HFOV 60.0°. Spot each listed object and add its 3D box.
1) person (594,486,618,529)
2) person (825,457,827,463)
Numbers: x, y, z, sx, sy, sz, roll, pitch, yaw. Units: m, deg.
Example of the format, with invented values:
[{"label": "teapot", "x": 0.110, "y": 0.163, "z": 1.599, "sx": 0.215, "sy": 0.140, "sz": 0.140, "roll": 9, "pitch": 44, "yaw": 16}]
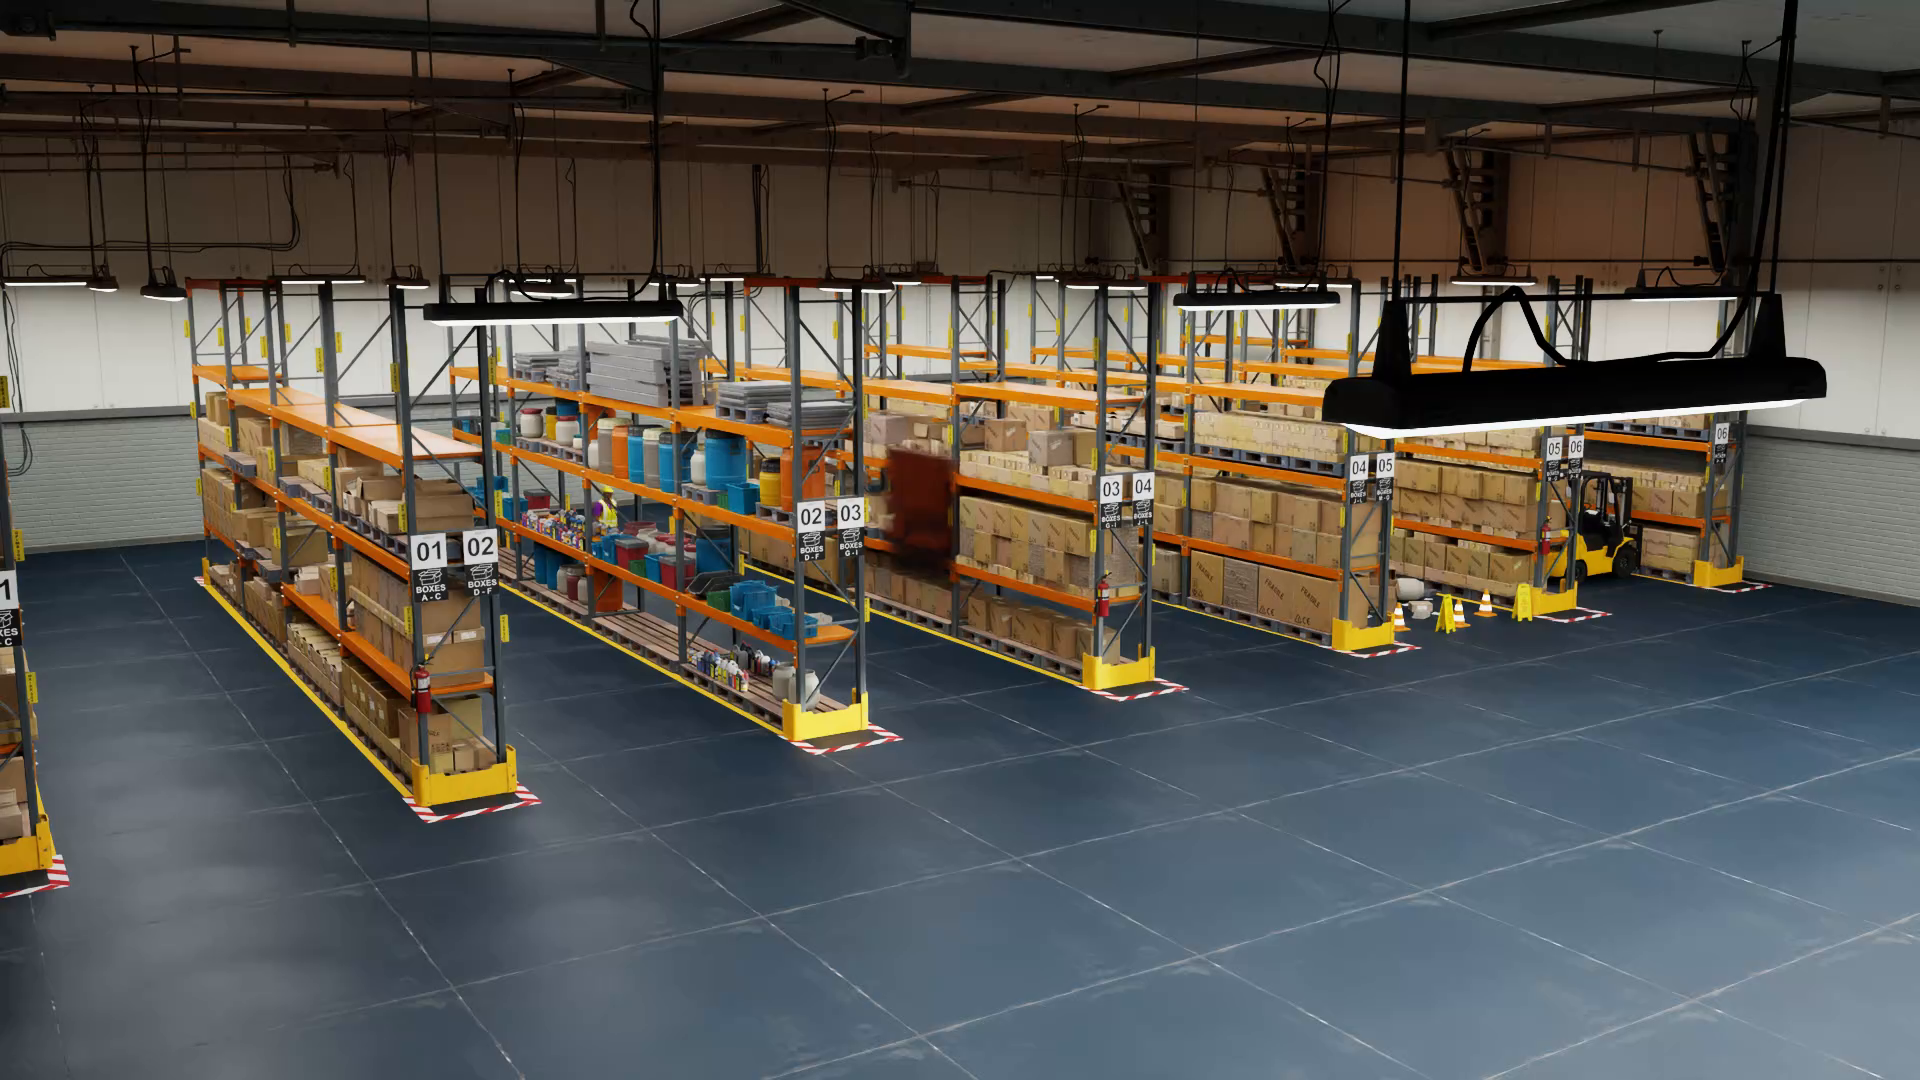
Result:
[{"label": "person", "x": -7.272, "y": -0.260, "z": 34.372, "sx": 0.604, "sy": 1.713, "sz": 1.093, "roll": -7, "pitch": 12, "yaw": -35}, {"label": "person", "x": -3.728, "y": -1.801, "z": 43.500, "sx": 0.996, "sy": 1.731, "sz": 0.536, "roll": -9, "pitch": 13, "yaw": -42}]
